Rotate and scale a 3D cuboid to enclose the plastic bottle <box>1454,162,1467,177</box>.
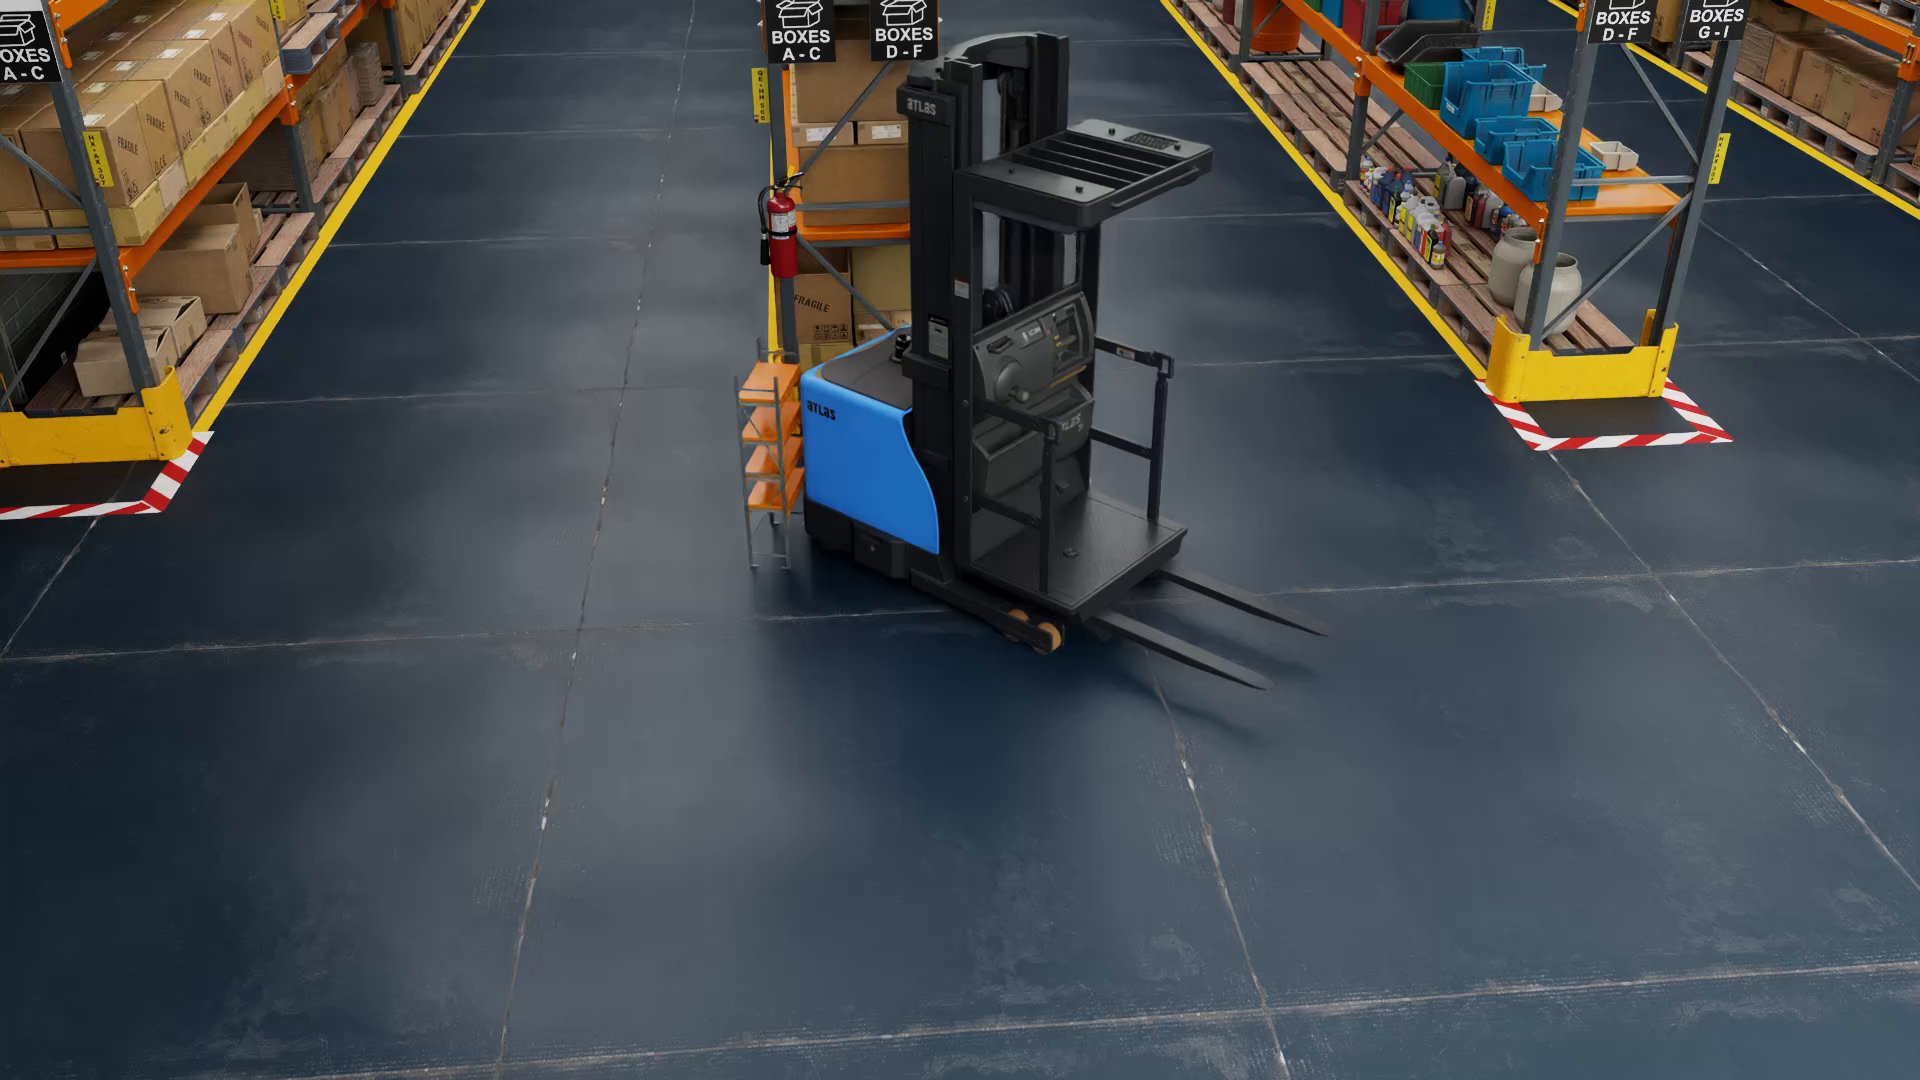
[{"bbox_3d":[4.268,-3.076,14.128,0.144,0.351,0.185,-4,31,-6],"label":"plastic bottle"}]

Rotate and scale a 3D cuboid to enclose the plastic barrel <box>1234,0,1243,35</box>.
[{"bbox_3d":[3.343,-6.026,18.931,0.421,0.512,0.421,0,31,0],"label":"plastic barrel"}]

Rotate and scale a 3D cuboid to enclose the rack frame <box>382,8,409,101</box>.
[{"bbox_3d":[-6.317,-5.906,16.713,1.000,3.000,0.127,-3,31,-5],"label":"rack frame"}]

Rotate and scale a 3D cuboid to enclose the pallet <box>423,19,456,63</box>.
[{"bbox_3d":[-6.426,-5.737,19.149,1.003,0.211,1.213,-3,31,-5],"label":"pallet"}]

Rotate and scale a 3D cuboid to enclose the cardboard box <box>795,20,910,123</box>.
[{"bbox_3d":[-0.673,-2.927,10.363,0.700,0.500,0.500,-3,31,-4],"label":"cardboard box"}]

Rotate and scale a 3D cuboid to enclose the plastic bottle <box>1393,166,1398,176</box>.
[{"bbox_3d":[3.678,-3.020,14.100,0.061,0.283,0.133,-3,31,-5],"label":"plastic bottle"}]

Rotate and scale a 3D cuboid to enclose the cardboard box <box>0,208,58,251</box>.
[{"bbox_3d":[-5.806,-1.996,10.293,0.500,0.250,0.500,-2,31,-4],"label":"cardboard box"}]

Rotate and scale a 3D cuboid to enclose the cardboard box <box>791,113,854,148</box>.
[{"bbox_3d":[-0.863,-2.569,10.395,0.380,0.149,0.250,-3,31,-5],"label":"cardboard box"}]

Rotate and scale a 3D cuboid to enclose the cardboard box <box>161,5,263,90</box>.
[{"bbox_3d":[-5.538,-3.649,12.330,0.500,0.500,0.500,-3,31,-5],"label":"cardboard box"}]

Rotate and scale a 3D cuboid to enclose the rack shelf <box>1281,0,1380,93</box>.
[{"bbox_3d":[3.734,-5.051,15.983,1.077,0.370,4.000,-3,31,-5],"label":"rack shelf"}]

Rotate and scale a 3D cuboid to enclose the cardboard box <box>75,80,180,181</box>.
[{"bbox_3d":[-5.351,-2.599,10.572,0.500,0.500,0.500,-3,31,-4],"label":"cardboard box"}]

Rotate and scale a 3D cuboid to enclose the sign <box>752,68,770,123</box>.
[{"bbox_3d":[-1.179,-2.641,9.887,0.100,0.325,0.005,-3,31,-5],"label":"sign"}]

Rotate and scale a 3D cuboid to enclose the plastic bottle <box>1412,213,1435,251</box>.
[{"bbox_3d":[3.677,-2.434,13.126,0.152,0.276,0.135,-4,31,-6],"label":"plastic bottle"}]

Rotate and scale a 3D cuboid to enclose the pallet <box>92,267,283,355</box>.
[{"bbox_3d":[-5.728,-1.702,12.393,1.003,0.211,1.213,-3,31,-5],"label":"pallet"}]

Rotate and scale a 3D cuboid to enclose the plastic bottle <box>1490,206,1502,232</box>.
[{"bbox_3d":[4.366,-2.606,13.488,0.097,0.201,0.097,0,31,0],"label":"plastic bottle"}]

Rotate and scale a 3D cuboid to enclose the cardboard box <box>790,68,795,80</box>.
[{"bbox_3d":[-0.959,-3.095,11.277,0.380,0.149,0.250,-2,31,-3],"label":"cardboard box"}]

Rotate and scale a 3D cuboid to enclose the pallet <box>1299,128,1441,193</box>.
[{"bbox_3d":[3.809,-3.541,15.472,1.003,0.211,1.213,-3,31,-5],"label":"pallet"}]

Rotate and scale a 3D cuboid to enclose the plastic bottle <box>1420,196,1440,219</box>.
[{"bbox_3d":[3.786,-2.633,13.460,0.152,0.276,0.135,-3,31,-5],"label":"plastic bottle"}]

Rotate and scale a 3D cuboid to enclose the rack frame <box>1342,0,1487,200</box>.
[{"bbox_3d":[3.921,-4.339,14.089,1.000,3.000,0.127,-3,31,-5],"label":"rack frame"}]

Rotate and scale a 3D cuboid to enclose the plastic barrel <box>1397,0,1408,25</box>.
[{"bbox_3d":[4.050,-4.896,14.889,0.433,0.535,0.433,0,31,0],"label":"plastic barrel"}]

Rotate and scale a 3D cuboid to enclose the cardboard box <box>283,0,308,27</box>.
[{"bbox_3d":[-6.002,-4.643,14.072,0.700,0.500,0.500,0,31,1],"label":"cardboard box"}]

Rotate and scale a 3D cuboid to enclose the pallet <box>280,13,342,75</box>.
[{"bbox_3d":[-5.869,-4.179,14.008,1.003,0.211,1.213,-3,31,-5],"label":"pallet"}]

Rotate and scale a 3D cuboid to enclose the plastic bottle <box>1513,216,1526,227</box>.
[{"bbox_3d":[4.403,-2.430,13.124,0.097,0.271,0.097,0,31,0],"label":"plastic bottle"}]

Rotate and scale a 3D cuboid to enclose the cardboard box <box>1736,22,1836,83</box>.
[{"bbox_3d":[8.625,-5.110,17.389,0.700,0.500,0.500,-5,31,-9],"label":"cardboard box"}]

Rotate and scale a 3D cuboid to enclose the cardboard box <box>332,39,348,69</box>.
[{"bbox_3d":[-6.207,-4.685,15.946,0.500,0.250,0.500,-2,31,-4],"label":"cardboard box"}]

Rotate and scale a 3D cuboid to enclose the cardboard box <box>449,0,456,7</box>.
[{"bbox_3d":[-6.500,-6.880,20.031,0.750,0.750,0.750,-2,31,-4],"label":"cardboard box"}]

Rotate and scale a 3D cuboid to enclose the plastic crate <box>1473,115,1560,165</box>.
[{"bbox_3d":[3.895,-2.806,11.667,0.499,0.251,0.408,-3,31,-5],"label":"plastic crate"}]

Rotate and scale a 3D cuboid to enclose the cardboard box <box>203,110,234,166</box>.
[{"bbox_3d":[-5.448,-2.814,11.662,0.500,0.250,0.500,-2,31,-4],"label":"cardboard box"}]

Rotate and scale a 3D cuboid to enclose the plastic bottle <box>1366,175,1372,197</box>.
[{"bbox_3d":[3.533,-3.039,14.212,0.097,0.201,0.097,0,31,0],"label":"plastic bottle"}]

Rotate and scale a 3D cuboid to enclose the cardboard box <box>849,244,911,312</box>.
[{"bbox_3d":[-0.515,-1.923,11.584,0.500,0.500,0.500,-3,31,-5],"label":"cardboard box"}]

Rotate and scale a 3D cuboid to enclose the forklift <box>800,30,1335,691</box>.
[{"bbox_3d":[0.552,-0.963,8.505,3.031,2.935,1.130,23,38,33],"label":"forklift"}]

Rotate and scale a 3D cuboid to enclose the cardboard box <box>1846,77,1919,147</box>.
[{"bbox_3d":[8.816,-4.006,15.541,0.700,0.500,0.500,-5,31,-8],"label":"cardboard box"}]

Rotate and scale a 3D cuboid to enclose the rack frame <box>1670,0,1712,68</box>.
[{"bbox_3d":[8.478,-6.618,17.905,1.000,3.000,0.127,-3,31,-5],"label":"rack frame"}]

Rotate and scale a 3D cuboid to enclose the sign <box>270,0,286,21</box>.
[{"bbox_3d":[-5.403,-4.266,13.122,0.100,0.325,0.005,-3,31,-5],"label":"sign"}]

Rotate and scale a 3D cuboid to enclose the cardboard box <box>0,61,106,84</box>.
[{"bbox_3d":[-5.915,-2.840,10.975,0.500,0.500,0.500,-4,31,-6],"label":"cardboard box"}]

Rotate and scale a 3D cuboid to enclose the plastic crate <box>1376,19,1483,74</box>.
[{"bbox_3d":[3.843,-4.039,13.647,0.767,0.338,0.504,-3,31,-5],"label":"plastic crate"}]

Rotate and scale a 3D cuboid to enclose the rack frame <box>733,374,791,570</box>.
[{"bbox_3d":[-1.087,-0.359,9.179,0.240,1.200,0.015,4,31,8],"label":"rack frame"}]

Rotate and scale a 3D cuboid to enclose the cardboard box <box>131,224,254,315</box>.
[{"bbox_3d":[-5.616,-1.963,12.120,0.700,0.500,0.500,-5,31,-8],"label":"cardboard box"}]

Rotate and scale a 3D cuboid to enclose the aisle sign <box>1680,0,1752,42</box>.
[{"bbox_3d":[4.593,-3.390,9.965,0.394,0.787,0.004,-3,31,-5],"label":"aisle sign"}]

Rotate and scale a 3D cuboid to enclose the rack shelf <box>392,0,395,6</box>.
[{"bbox_3d":[-6.503,-6.619,18.607,1.077,0.370,4.000,-3,31,-5],"label":"rack shelf"}]

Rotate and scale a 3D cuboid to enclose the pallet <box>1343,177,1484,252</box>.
[{"bbox_3d":[3.942,-2.797,14.227,1.003,0.211,1.213,-3,31,-5],"label":"pallet"}]

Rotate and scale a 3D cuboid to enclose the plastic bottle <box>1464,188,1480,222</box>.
[{"bbox_3d":[4.216,-2.766,13.675,0.061,0.283,0.133,-3,31,-5],"label":"plastic bottle"}]

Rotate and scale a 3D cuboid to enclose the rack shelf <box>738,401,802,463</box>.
[{"bbox_3d":[-1.052,-0.617,9.306,0.258,0.148,0.480,4,31,8],"label":"rack shelf"}]

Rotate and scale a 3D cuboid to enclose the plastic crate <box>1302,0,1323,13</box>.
[{"bbox_3d":[3.477,-5.124,15.609,0.450,0.188,0.662,-3,31,-5],"label":"plastic crate"}]

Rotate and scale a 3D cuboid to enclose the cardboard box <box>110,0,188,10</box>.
[{"bbox_3d":[-6.107,-3.880,12.717,0.500,0.500,0.500,-3,31,-6],"label":"cardboard box"}]

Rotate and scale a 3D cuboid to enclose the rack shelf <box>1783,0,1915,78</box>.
[{"bbox_3d":[8.665,-5.288,16.380,1.077,0.370,4.000,-3,31,-5],"label":"rack shelf"}]

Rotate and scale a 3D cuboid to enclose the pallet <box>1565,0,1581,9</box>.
[{"bbox_3d":[8.252,-7.073,21.386,1.003,0.211,1.213,-3,31,-5],"label":"pallet"}]

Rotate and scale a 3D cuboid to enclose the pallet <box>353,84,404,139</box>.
[{"bbox_3d":[-6.245,-4.310,16.760,1.003,0.211,1.213,-3,31,-5],"label":"pallet"}]

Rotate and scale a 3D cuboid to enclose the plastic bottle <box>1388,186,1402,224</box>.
[{"bbox_3d":[3.575,-2.747,13.644,0.061,0.283,0.133,-1,31,-2],"label":"plastic bottle"}]

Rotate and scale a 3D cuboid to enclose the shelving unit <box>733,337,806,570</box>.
[{"bbox_3d":[-1.051,-0.483,9.386,0.258,1.200,0.503,4,31,8],"label":"shelving unit"}]

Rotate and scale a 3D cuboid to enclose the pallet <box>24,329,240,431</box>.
[{"bbox_3d":[-5.617,-1.080,11.353,1.003,0.211,1.213,-3,31,-5],"label":"pallet"}]

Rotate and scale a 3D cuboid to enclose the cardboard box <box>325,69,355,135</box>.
[{"bbox_3d":[-6.190,-4.136,15.758,0.700,0.500,0.500,-3,31,-5],"label":"cardboard box"}]
